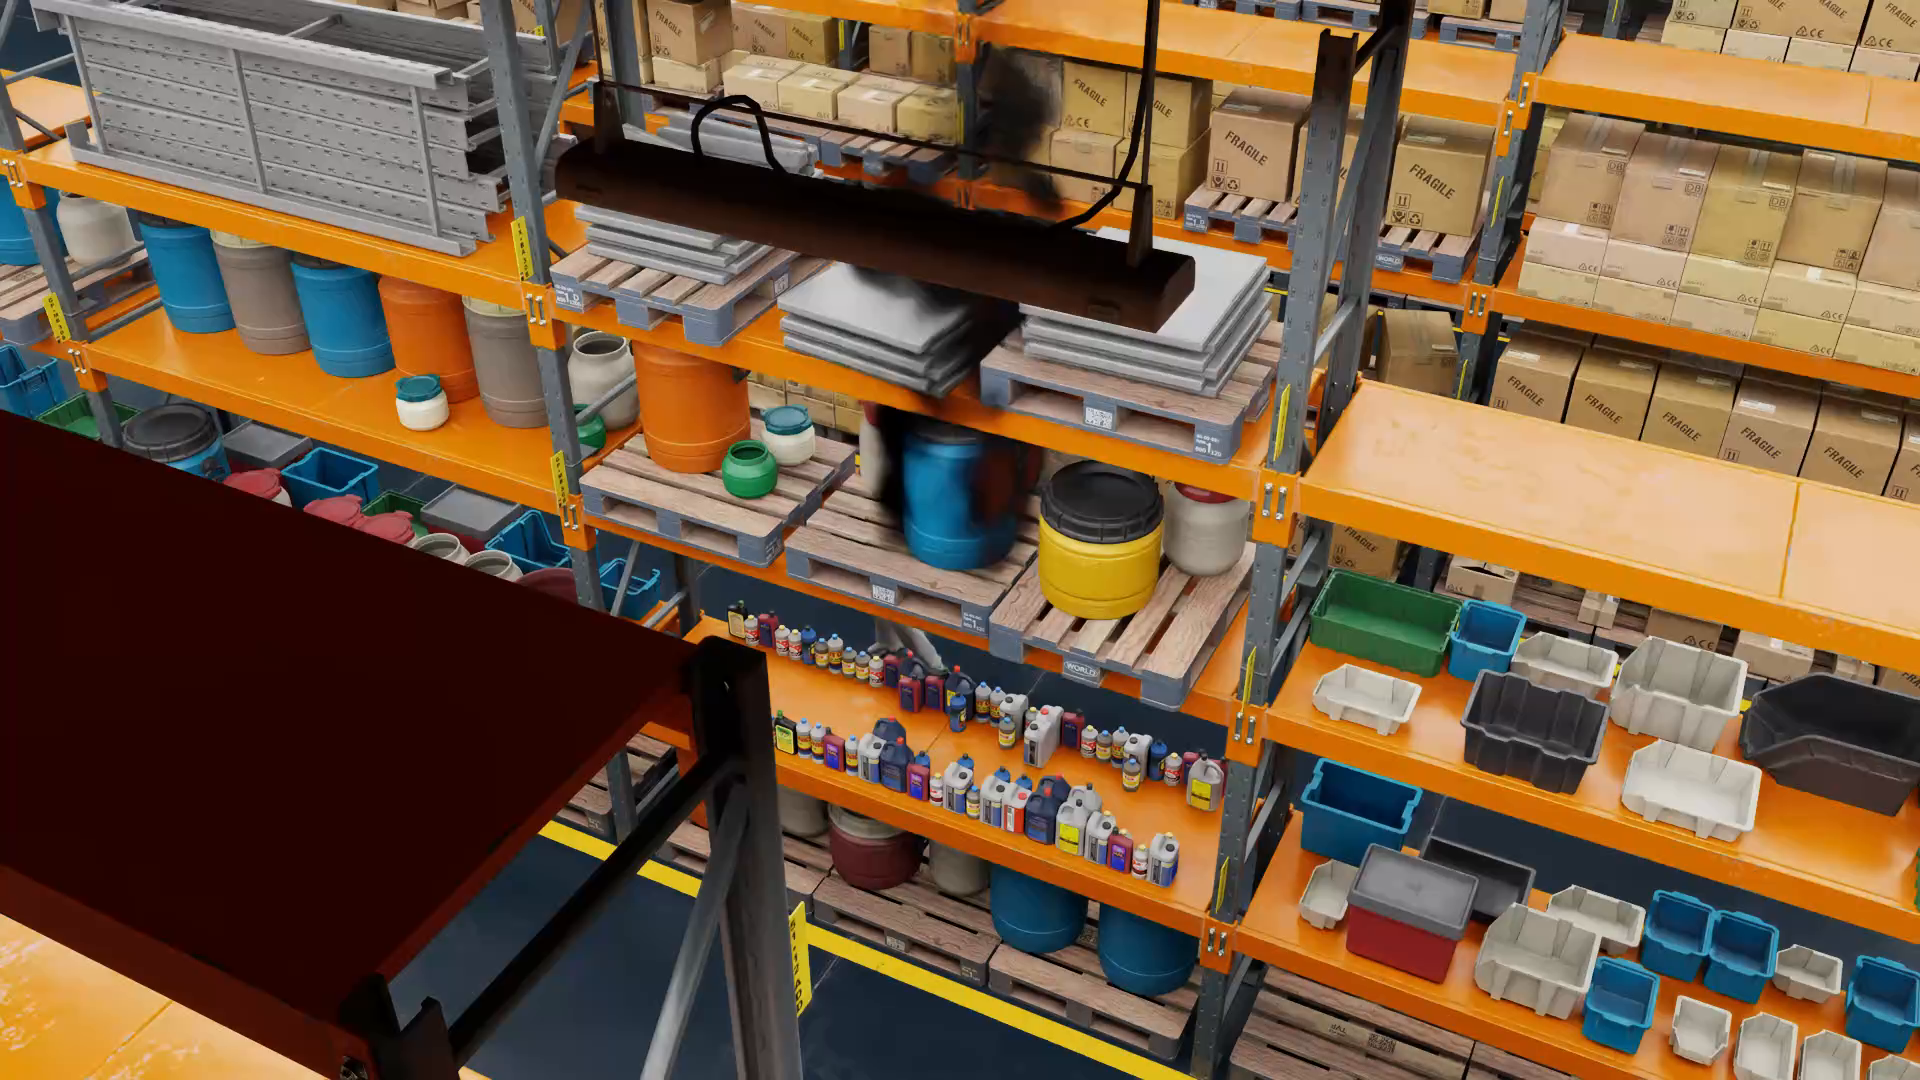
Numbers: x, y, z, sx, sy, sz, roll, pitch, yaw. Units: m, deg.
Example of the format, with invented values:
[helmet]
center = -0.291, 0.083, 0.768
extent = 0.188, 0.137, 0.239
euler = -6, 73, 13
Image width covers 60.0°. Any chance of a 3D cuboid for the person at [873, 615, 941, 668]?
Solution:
[person]
center = -0.474, 0.154, 11.961
extent = 0.774, 1.672, 0.682
euler = 15, 38, 20
